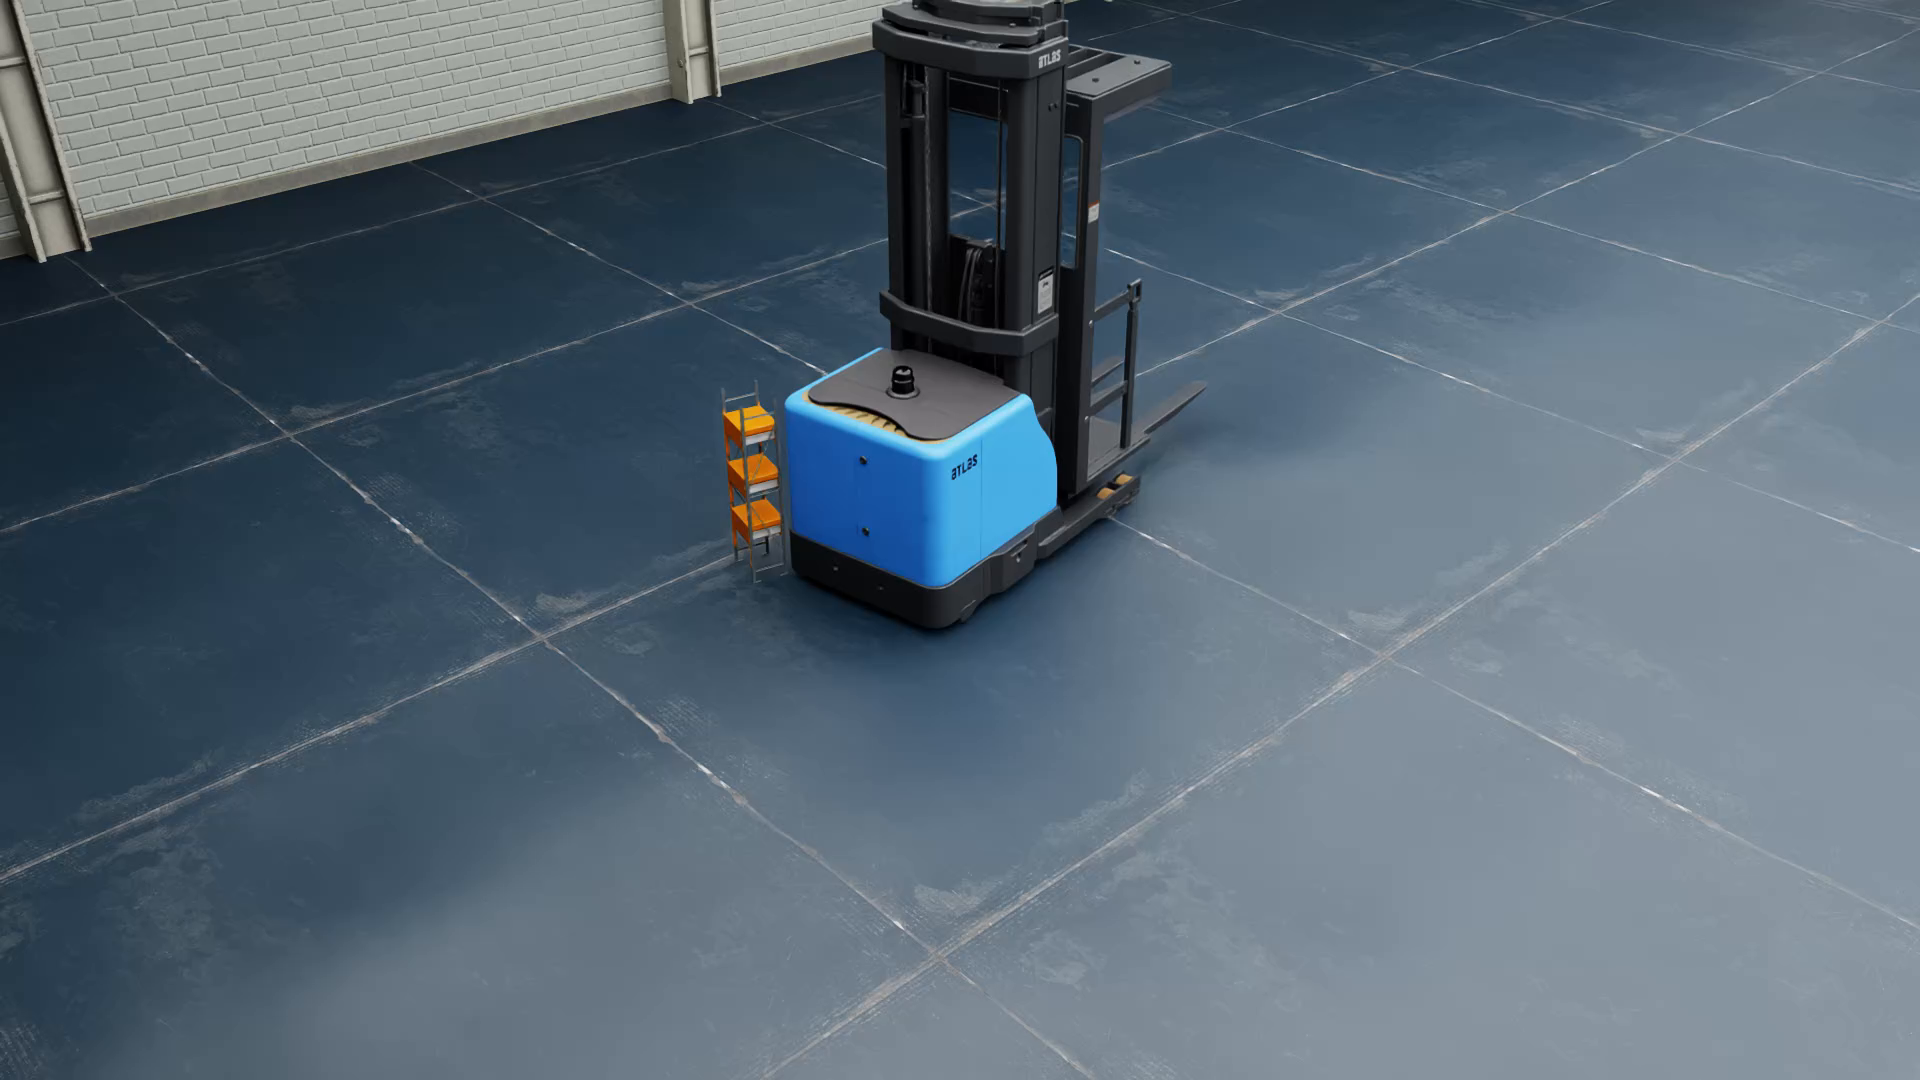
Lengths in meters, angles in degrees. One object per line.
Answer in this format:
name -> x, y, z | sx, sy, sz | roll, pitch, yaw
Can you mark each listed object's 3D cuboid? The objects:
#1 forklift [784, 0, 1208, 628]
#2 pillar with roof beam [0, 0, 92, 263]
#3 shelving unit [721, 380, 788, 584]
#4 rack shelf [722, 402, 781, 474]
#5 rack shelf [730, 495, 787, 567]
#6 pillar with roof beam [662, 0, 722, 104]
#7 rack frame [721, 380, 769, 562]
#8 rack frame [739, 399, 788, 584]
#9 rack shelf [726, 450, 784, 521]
forklift -> 0.382, -1.517, 8.921 | 1.130, 2.935, 3.031 | 21, 37, 31
pillar with roof beam -> -4.075, -4.440, 7.885 | 0.400, 9.000, 9.100 | -26, 40, -35
shelving unit -> -1.076, -0.296, 8.728 | 0.215, 1.050, 0.252 | -16, 35, -25
rack shelf -> -1.076, -0.529, 8.586 | 0.215, 0.259, 0.240 | -16, 35, -25
rack shelf -> -1.076, -0.050, 8.879 | 0.215, 0.259, 0.240 | -16, 35, -25
pillar with roof beam -> 0.325, -6.568, 11.366 | 0.400, 9.000, 9.100 | -26, 40, -35
rack frame -> -1.135, -0.352, 8.819 | 0.200, 1.050, 0.008 | -16, 35, -25
rack frame -> -1.016, -0.241, 8.637 | 0.200, 1.050, 0.008 | -16, 35, -25
rack shelf -> -1.076, -0.287, 8.734 | 0.215, 0.259, 0.240 | -16, 35, -25
